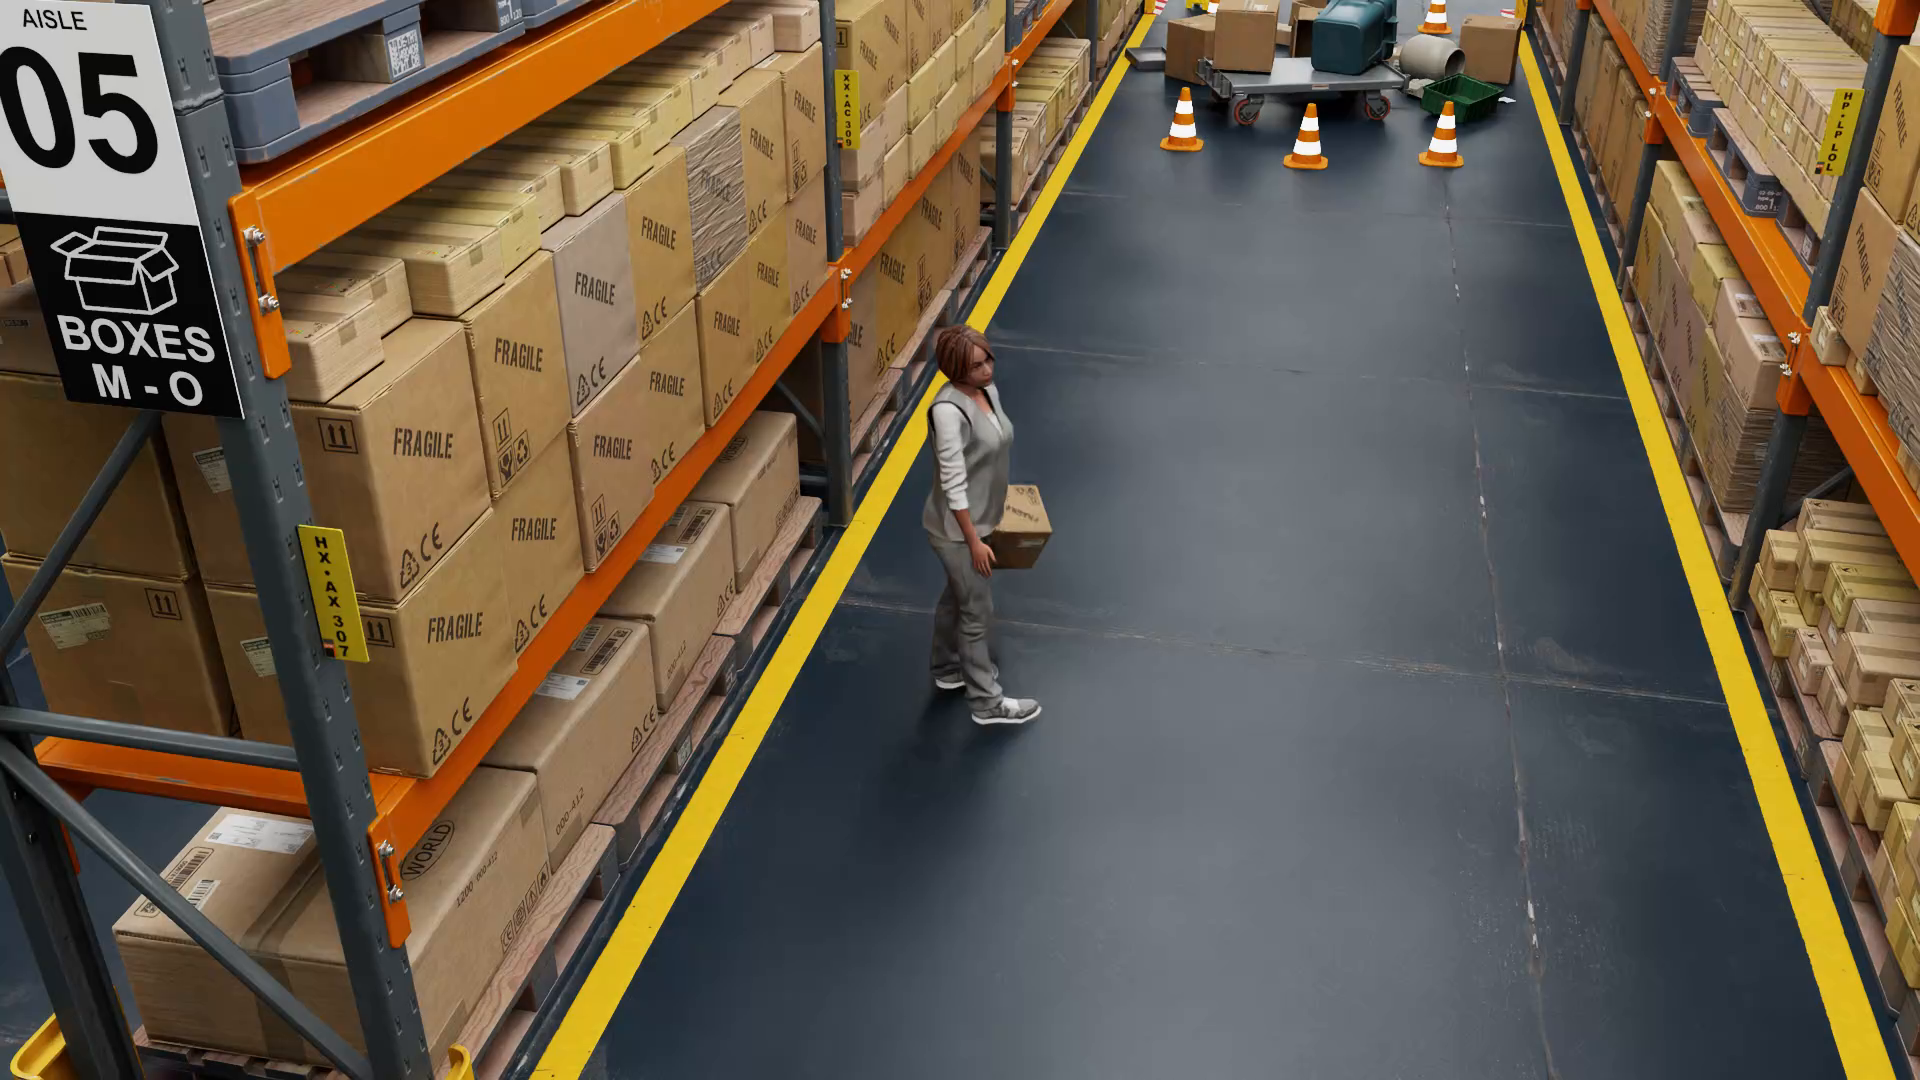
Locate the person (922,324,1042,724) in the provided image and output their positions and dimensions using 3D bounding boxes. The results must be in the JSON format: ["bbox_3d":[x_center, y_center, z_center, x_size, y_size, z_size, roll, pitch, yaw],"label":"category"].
[{"bbox_3d":[0.097,-0.048,6.177,0.484,1.603,0.466,8,30,14],"label":"person"}]
